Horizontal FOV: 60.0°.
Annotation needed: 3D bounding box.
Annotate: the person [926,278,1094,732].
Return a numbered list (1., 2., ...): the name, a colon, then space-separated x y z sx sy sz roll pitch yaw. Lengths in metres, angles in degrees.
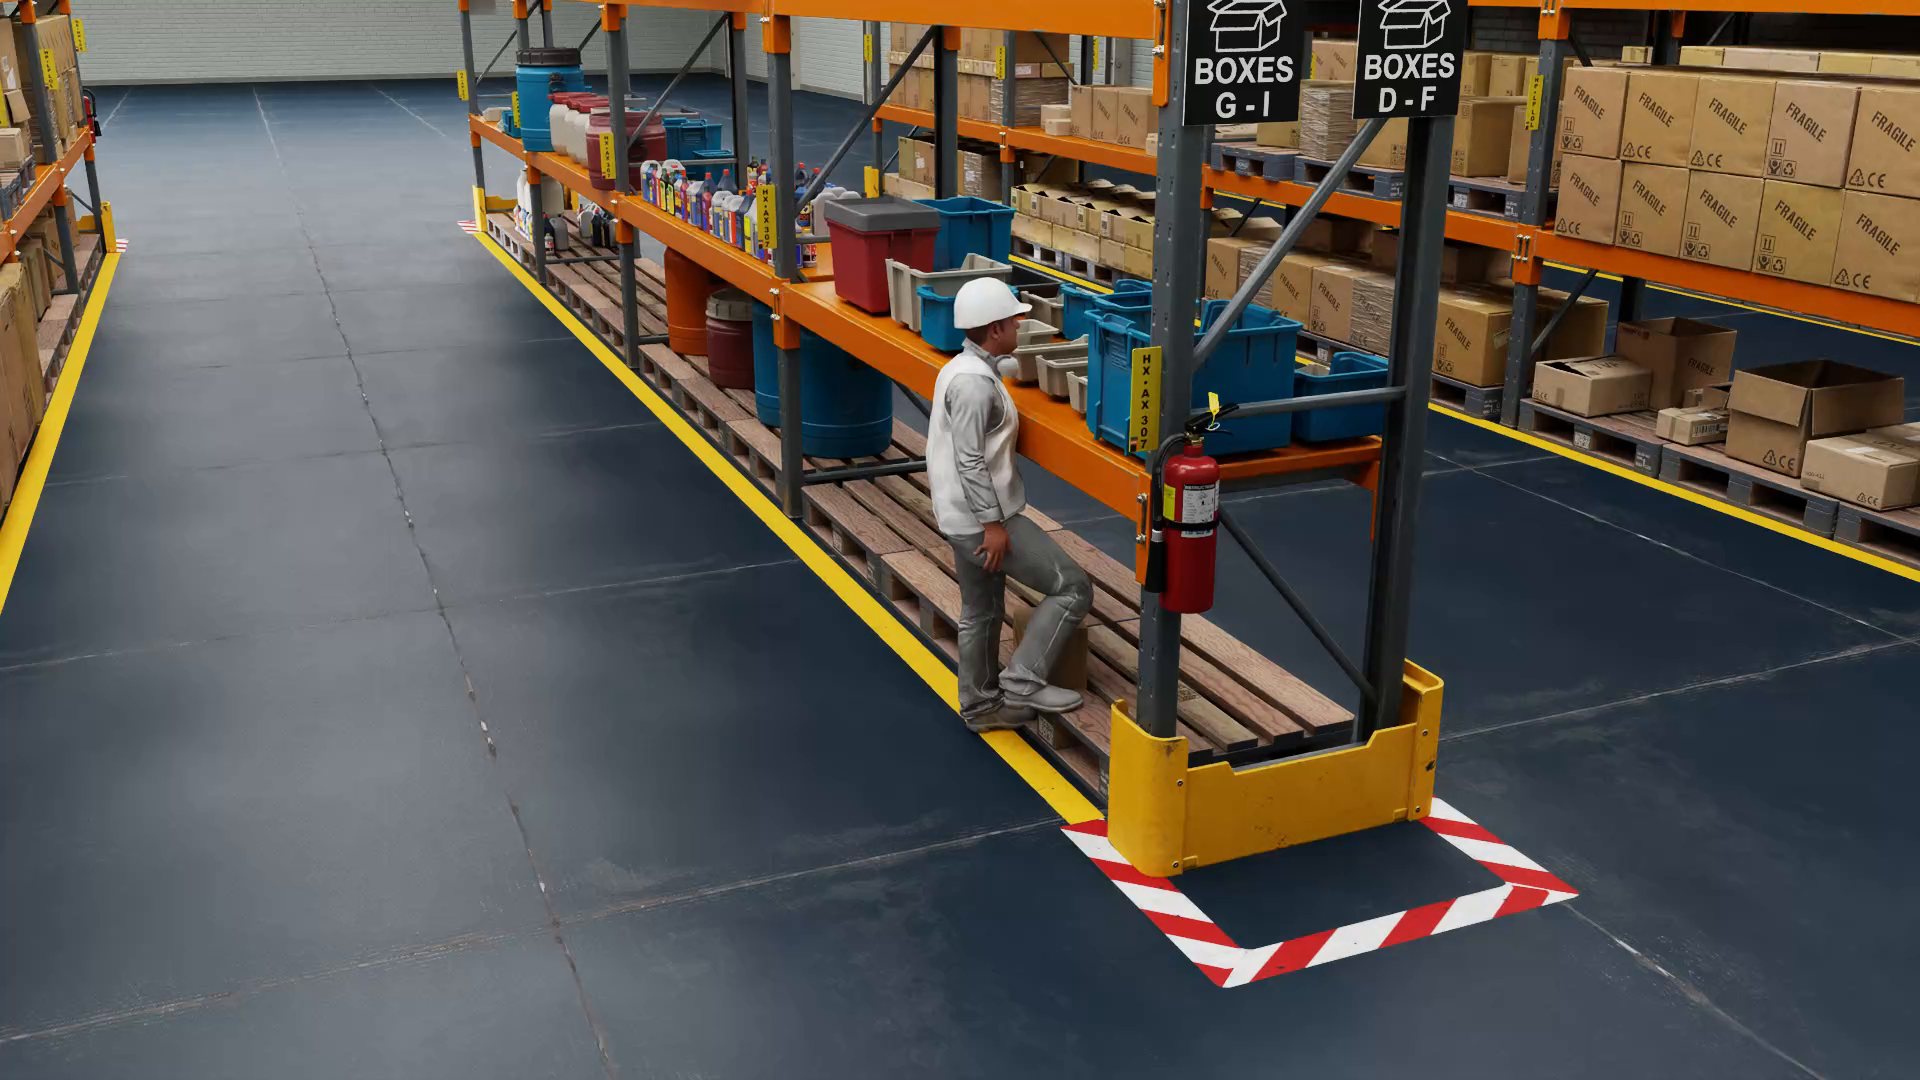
1. person: 0.179 -0.096 6.271 0.613 1.775 0.635 -2 19 -6
